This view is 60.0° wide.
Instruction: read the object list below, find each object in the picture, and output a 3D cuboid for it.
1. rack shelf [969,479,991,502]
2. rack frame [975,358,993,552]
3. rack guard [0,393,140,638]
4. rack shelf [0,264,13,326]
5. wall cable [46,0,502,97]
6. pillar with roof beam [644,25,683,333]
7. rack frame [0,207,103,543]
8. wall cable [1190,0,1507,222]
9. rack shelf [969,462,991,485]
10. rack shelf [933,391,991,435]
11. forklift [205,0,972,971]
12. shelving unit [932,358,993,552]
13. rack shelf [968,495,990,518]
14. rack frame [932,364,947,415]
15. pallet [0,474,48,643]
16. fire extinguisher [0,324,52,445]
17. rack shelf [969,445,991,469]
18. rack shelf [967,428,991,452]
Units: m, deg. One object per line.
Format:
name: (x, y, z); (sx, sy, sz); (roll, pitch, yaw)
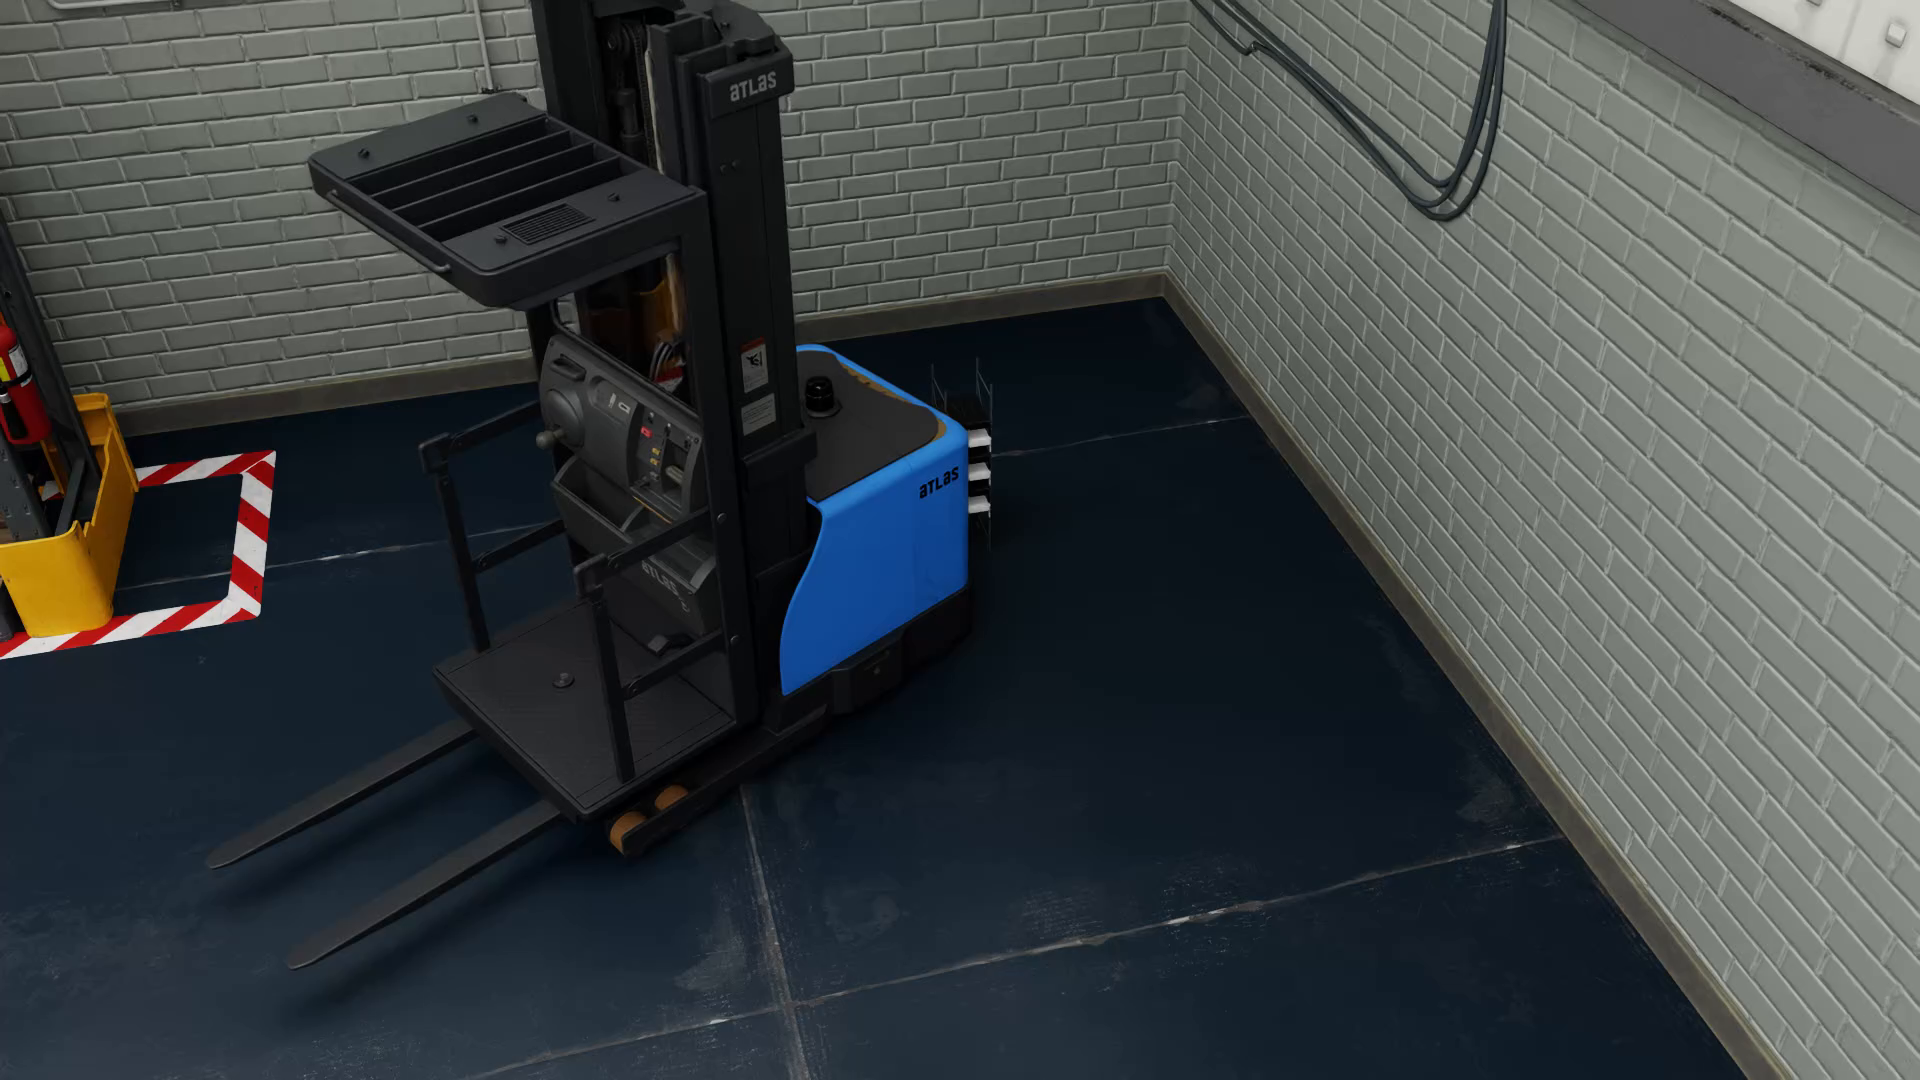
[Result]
rack shelf: (0.008, -0.261, 7.553); (0.200, 0.077, 0.258); (-9, 38, -12)
rack frame: (0.106, -0.375, 7.499); (0.006, 0.900, 0.240); (-9, 38, -12)
rack guard: (-4.026, -0.135, 7.515); (0.348, 0.500, 1.175); (-9, 38, -12)
rack shelf: (-5.980, -0.521, 6.555); (4.000, 0.370, 1.077); (-9, 38, -12)
wall cable: (-3.060, -2.285, 7.432); (1.851, 1.984, 0.084); (-9, 38, -12)
pillar with roof beam: (-0.546, -1.916, 2.849); (0.400, 9.000, 9.100); (-9, 38, -12)
rack frame: (-4.050, -1.124, 6.750); (0.127, 3.000, 1.000); (-9, 38, -12)
wall cable: (1.504, -2.959, 6.768); (0.112, 2.526, 3.097); (-9, 38, -12)
rack shelf: (0.008, -0.332, 7.499); (0.200, 0.077, 0.258); (-9, 38, -12)
rack shelf: (0.008, -0.547, 7.334); (0.200, 0.077, 0.258); (-9, 38, -12)
forklift: (-1.361, -0.343, 5.786); (3.031, 2.935, 1.130); (-30, 47, -33)
shelving unit: (0.008, -0.359, 7.478); (0.210, 0.900, 0.258); (-9, 38, -12)
rack shelf: (0.008, -0.189, 7.608); (0.200, 0.077, 0.258); (-9, 38, -12)
rack frame: (-0.090, -0.343, 7.457); (0.006, 0.900, 0.240); (-9, 38, -12)
pallet: (-4.801, 0.156, 7.372); (1.213, 0.211, 1.003); (-9, 38, -12)
fire extinguisher: (-3.784, -0.698, 6.564); (0.183, 0.674, 0.296); (-9, 38, -12)
rack shelf: (0.008, -0.404, 7.444); (0.200, 0.077, 0.258); (-9, 38, -12)
rack shelf: (0.008, -0.475, 7.389); (0.200, 0.077, 0.258); (-9, 38, -12)
